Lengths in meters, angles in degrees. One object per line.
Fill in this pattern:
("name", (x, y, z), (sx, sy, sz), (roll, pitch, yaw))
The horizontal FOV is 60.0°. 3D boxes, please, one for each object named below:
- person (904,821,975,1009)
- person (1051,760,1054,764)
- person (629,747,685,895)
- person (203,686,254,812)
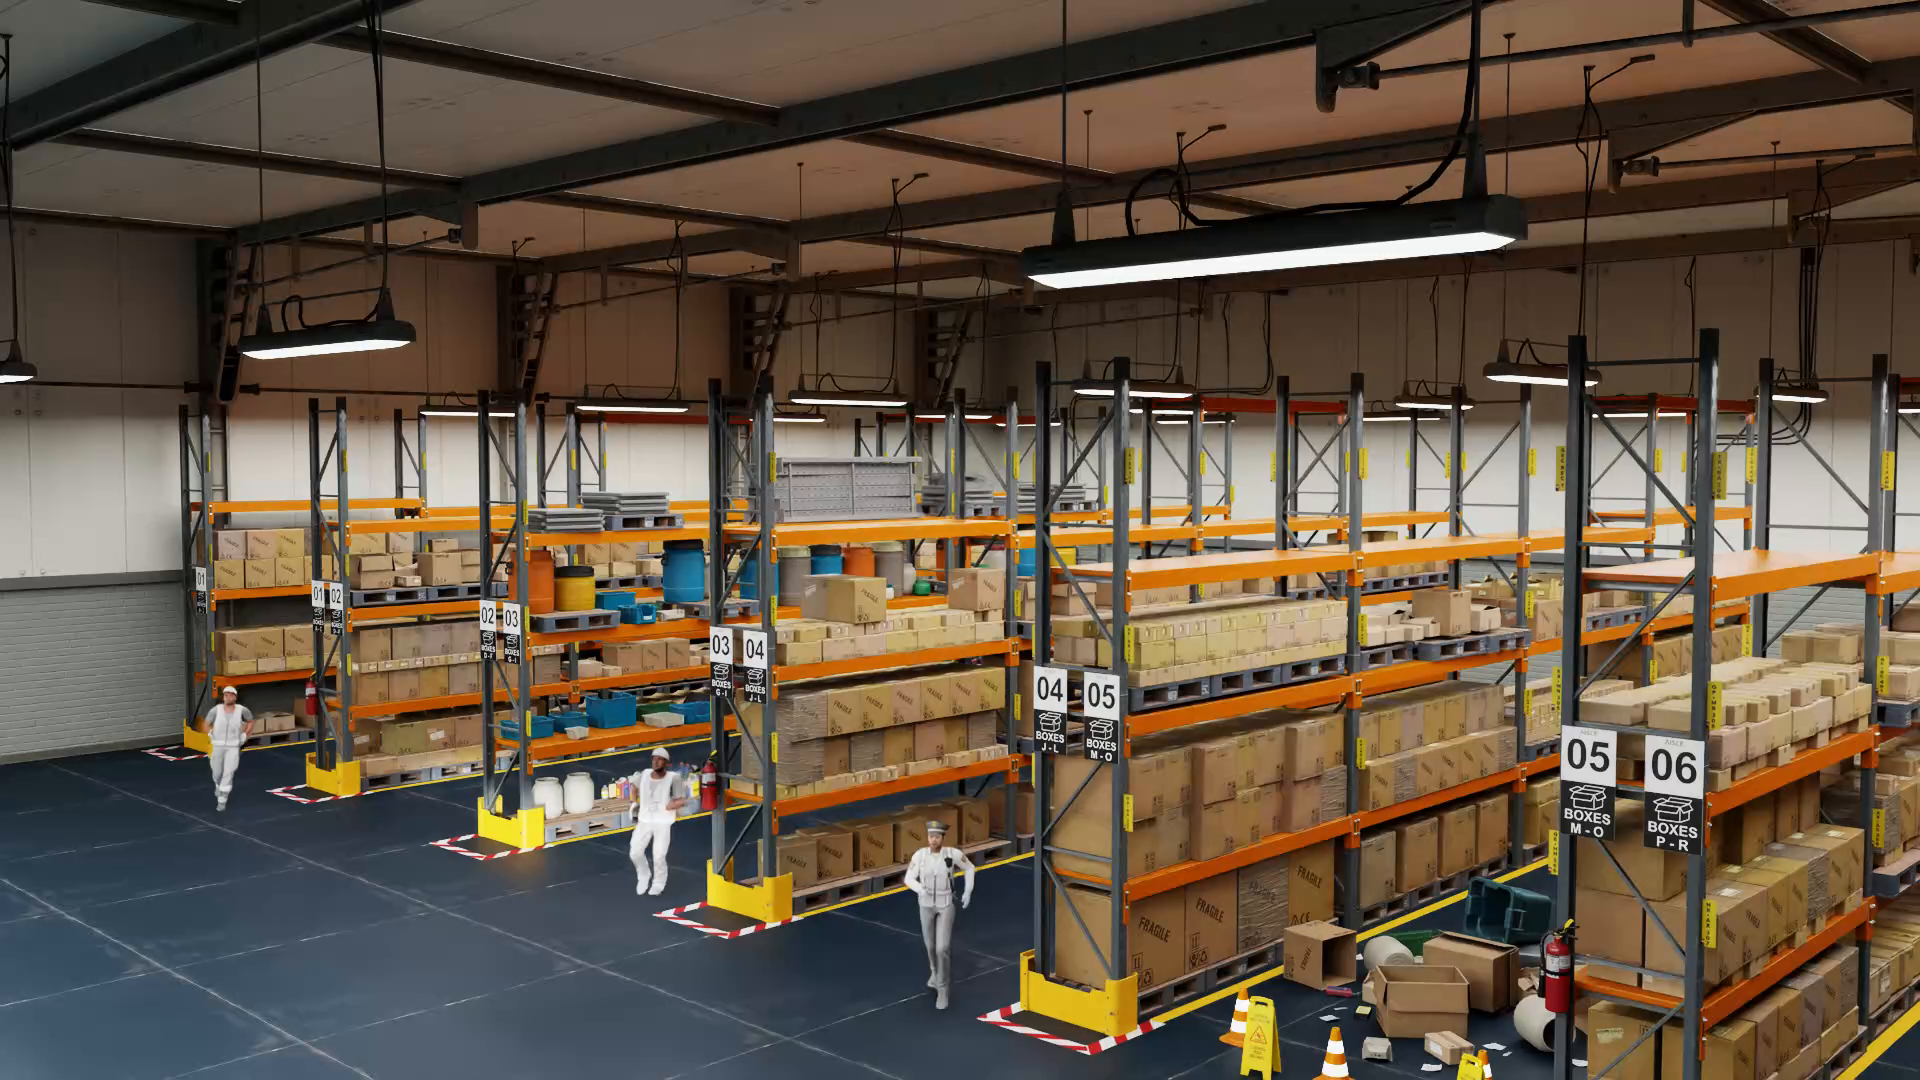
("person", (-0.201, 3.503, 15.710), (0.633, 1.766, 0.742), (1, 3, 11))
("person", (1.318, 2.905, 26.970), (0.705, 1.693, 0.599), (2, 4, 36))
("person", (-3.531, 3.271, 19.275), (0.694, 1.727, 0.579), (0, 3, 5))
("person", (-10.667, 3.011, 24.263), (0.671, 1.775, 0.839), (-1, 3, -17))
